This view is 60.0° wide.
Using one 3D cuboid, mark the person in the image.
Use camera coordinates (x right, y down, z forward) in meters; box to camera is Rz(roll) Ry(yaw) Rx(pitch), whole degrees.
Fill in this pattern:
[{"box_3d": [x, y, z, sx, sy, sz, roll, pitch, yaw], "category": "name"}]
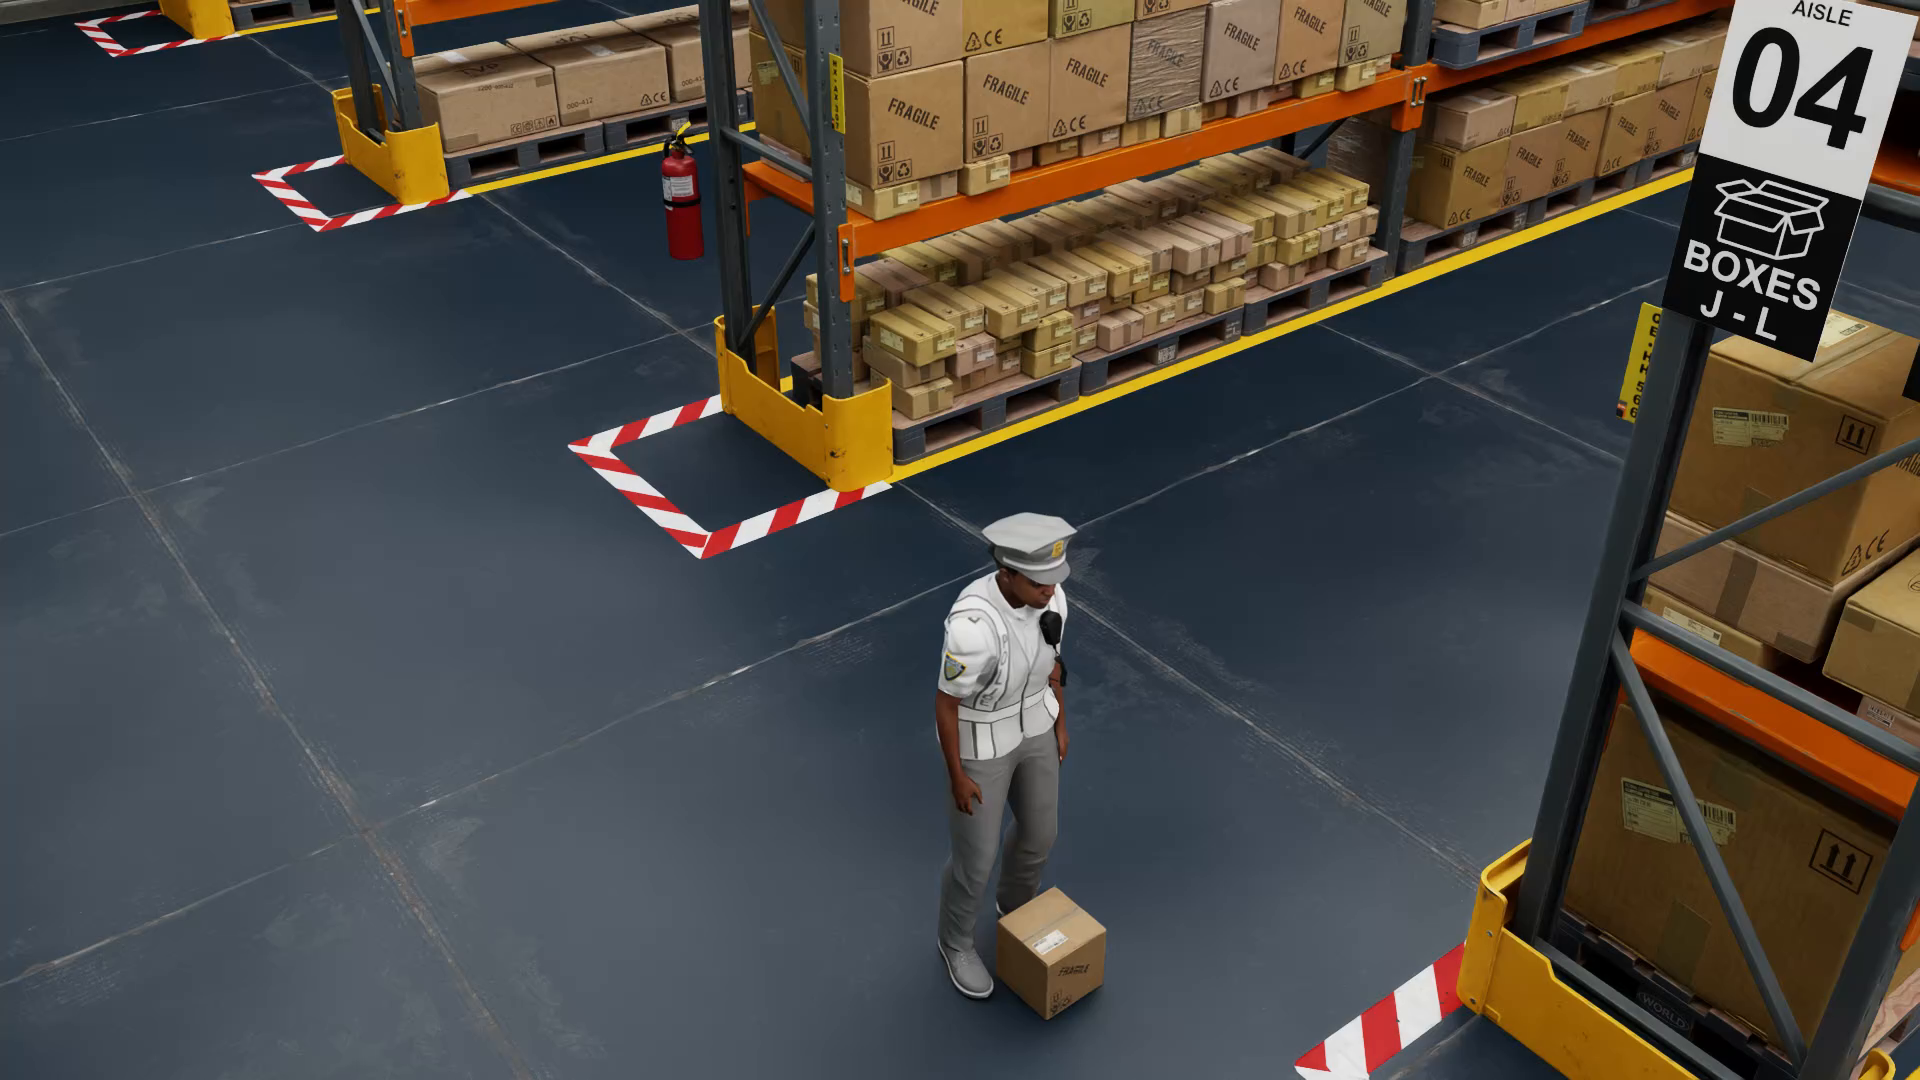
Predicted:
[{"box_3d": [0.133, 0.639, 5.130, 0.507, 1.658, 0.390, -24, 40, -33], "category": "person"}]
